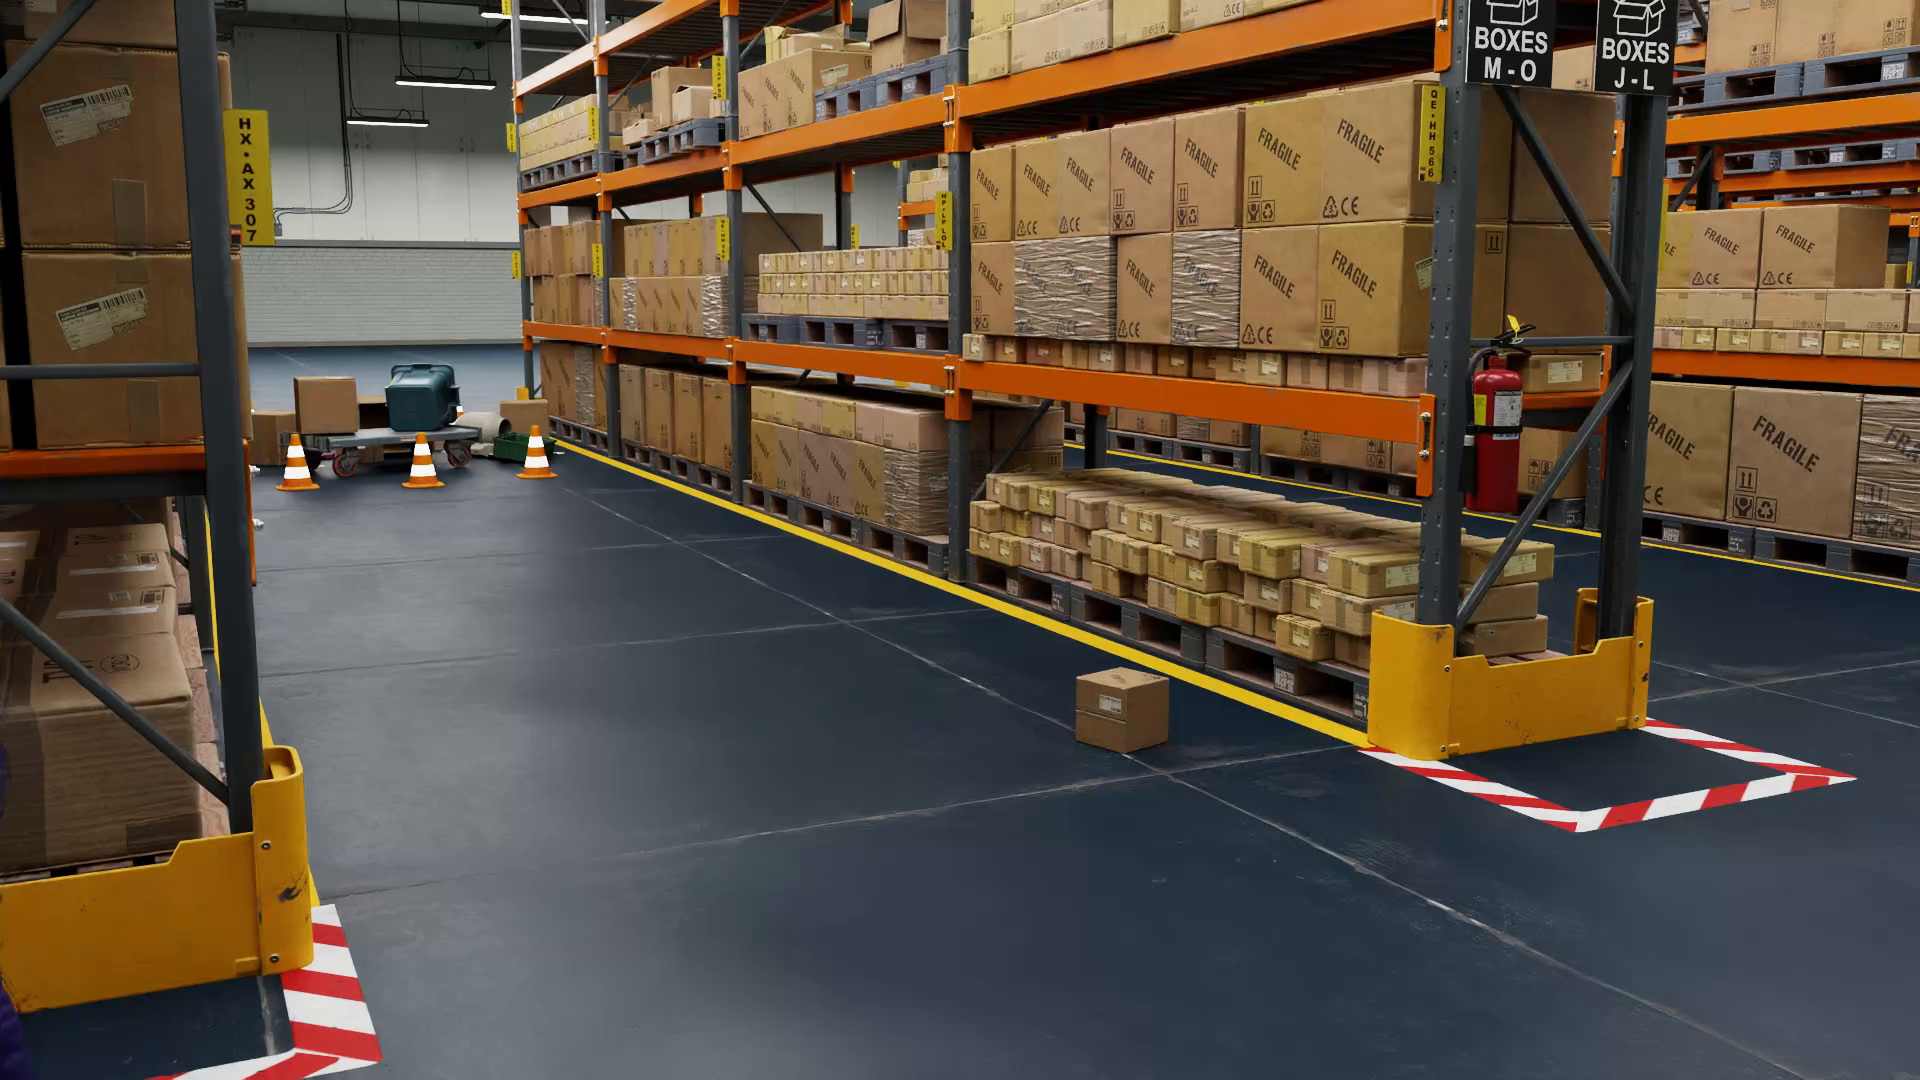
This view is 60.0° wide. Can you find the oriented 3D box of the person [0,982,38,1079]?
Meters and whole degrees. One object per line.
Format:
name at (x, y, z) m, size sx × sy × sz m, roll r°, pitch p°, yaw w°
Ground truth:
person at (-1.884, 0.487, 2.799) m, size 0.594 × 1.715 × 0.519 m, roll -5°, pitch 10°, yaw -30°
